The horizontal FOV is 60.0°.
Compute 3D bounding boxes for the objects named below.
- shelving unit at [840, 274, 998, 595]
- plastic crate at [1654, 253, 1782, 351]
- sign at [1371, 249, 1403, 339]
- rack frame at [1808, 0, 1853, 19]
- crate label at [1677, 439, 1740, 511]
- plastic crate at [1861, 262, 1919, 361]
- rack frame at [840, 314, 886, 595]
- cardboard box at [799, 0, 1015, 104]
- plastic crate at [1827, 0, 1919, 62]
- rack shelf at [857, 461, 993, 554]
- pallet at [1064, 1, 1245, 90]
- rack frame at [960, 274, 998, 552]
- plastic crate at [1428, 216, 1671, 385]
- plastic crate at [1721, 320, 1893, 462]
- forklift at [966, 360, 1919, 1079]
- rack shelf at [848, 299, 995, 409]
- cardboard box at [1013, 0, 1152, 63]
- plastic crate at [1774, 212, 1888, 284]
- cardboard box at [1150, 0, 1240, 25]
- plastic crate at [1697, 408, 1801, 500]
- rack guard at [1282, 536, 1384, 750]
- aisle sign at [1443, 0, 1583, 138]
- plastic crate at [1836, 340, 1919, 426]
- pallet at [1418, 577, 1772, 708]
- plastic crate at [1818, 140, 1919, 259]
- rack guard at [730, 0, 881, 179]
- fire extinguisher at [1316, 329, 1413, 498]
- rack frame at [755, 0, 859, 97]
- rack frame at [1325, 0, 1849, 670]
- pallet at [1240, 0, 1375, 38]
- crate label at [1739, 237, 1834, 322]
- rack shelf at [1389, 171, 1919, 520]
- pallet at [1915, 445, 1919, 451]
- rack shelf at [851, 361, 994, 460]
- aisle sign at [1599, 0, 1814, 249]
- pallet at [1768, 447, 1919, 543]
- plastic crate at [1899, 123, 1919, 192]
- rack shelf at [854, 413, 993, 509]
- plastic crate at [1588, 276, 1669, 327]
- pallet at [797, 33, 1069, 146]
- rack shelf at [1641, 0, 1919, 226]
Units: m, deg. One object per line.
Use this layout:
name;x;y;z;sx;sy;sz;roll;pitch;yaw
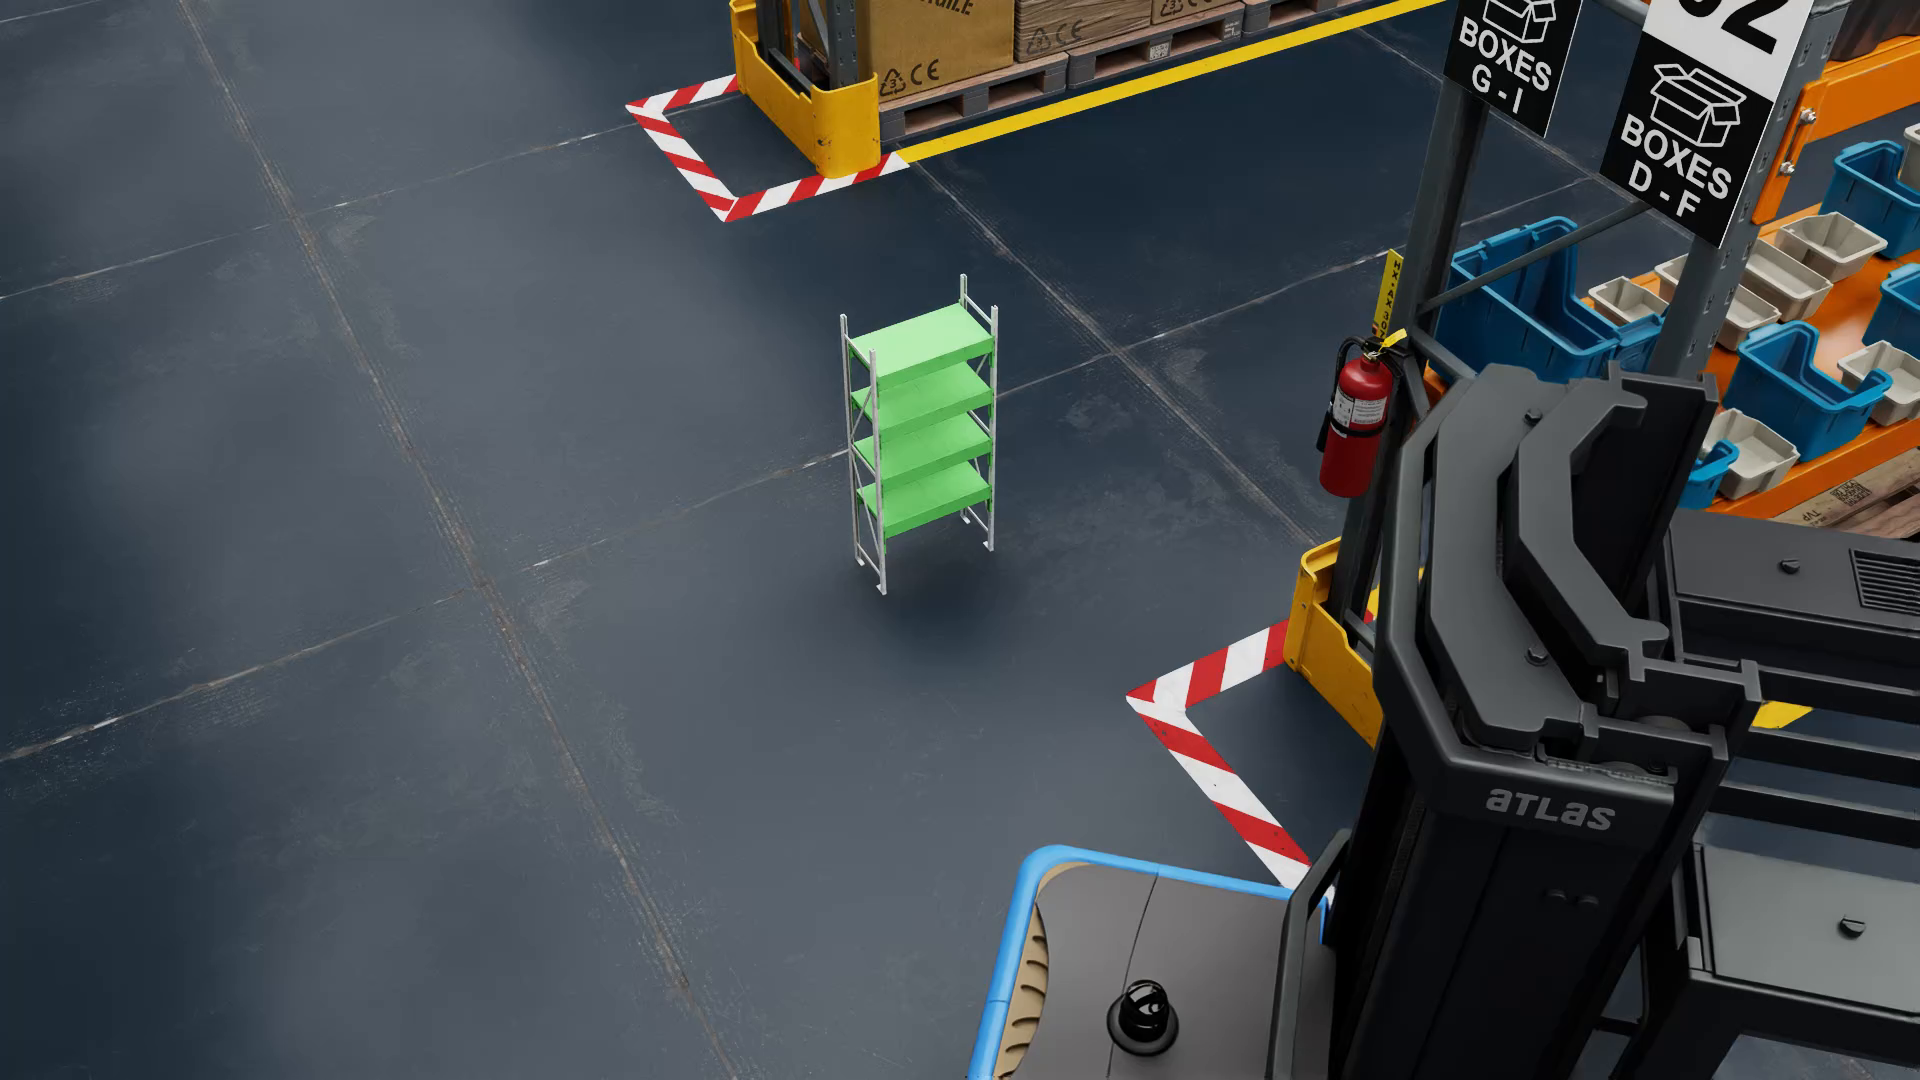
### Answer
shelving unit;-0.144;-0.373;6.273;0.503;1.200;0.258;-22;48;-21
plastic crate;2.527;-0.788;5.554;0.243;0.136;0.396;-22;48;-21
sign;1.364;-0.762;5.264;0.005;0.325;0.100;-22;48;-21
rack frame;1.652;-2.530;2.895;0.127;3.000;1.000;-22;48;-21
crate label;2.030;-0.225;4.905;0.303;0.233;0.416;-22;48;-21
plastic crate;3.172;-0.682;5.376;0.300;0.233;0.416;-22;48;-21
rack frame;-0.355;-0.288;6.186;0.015;1.200;0.240;-22;48;-21
cardboard box;-0.300;-3.026;8.939;0.875;0.875;0.875;-22;48;-21
plastic crate;2.125;-1.372;3.949;0.590;0.269;0.497;-22;48;-21
rack shelf;-0.144;-0.155;6.485;0.480;0.148;0.258;-22;48;-21
pallet;0.895;-3.112;9.805;1.213;0.211;1.003;-22;48;-21
rack frame;0.068;-0.458;6.360;0.015;1.200;0.240;-22;48;-21
plastic crate;1.849;-0.640;5.187;0.499;0.435;0.616;-22;48;-21
plastic crate;2.601;-0.453;5.141;0.300;0.233;0.416;-22;48;-21
forklift;1.522;1.076;3.536;3.031;2.935;1.130;9;45;10
rack shelf;-0.144;-0.672;5.983;0.480;0.148;0.258;-22;48;-21
cardboard box;0.489;-3.342;9.264;0.875;0.875;0.875;-22;48;-21
plastic crate;3.004;-1.013;5.786;0.250;0.136;0.298;-22;48;-21
cardboard box;1.260;-3.651;9.582;0.875;0.875;0.875;-22;48;-21
plastic crate;2.349;-0.252;5.002;0.298;0.136;0.250;-22;48;-21
rack guard;1.638;0.536;5.838;0.348;0.500;1.175;-22;48;-21
aisle sign;1.444;-1.462;4.236;0.004;0.787;0.394;-22;48;-21
plastic crate;2.938;-0.487;5.244;0.298;0.136;0.250;-22;48;-21
pallet;2.386;0.361;6.226;1.213;0.211;1.003;-22;48;-21
plastic crate;3.305;-1.206;5.916;0.300;0.233;0.416;-22;48;-21
rack guard;-0.836;-2.462;8.928;0.348;0.500;1.175;-22;48;-21
fire extinguisher;1.295;-0.437;5.370;0.183;0.674;0.296;-22;48;-21
rack frame;-0.815;-3.368;8.066;0.127;3.000;1.000;-22;48;-21
rack frame;1.652;-0.377;4.984;0.127;3.000;1.000;-22;48;-21
pallet;1.955;-3.538;10.244;1.213;0.211;1.003;-22;48;-21
crate label;2.757;-0.899;5.669;0.243;0.136;0.396;-22;48;-21
rack shelf;3.386;-0.812;5.950;4.000;0.370;1.077;-22;48;-21
pallet;4.502;-0.485;7.099;1.213;0.211;1.003;-22;48;-21
rack shelf;-0.144;-0.500;6.150;0.480;0.148;0.258;-22;48;-21
aisle sign;1.738;-1.105;3.868;0.004;0.787;0.394;-22;48;-21
pallet;3.443;-0.059;6.659;1.213;0.211;1.003;-22;48;-21
plastic crate;3.705;-1.325;6.004;0.530;0.282;0.437;-22;48;-21
rack shelf;-0.144;-0.327;6.317;0.480;0.148;0.258;-22;48;-21
plastic crate;2.269;-0.696;5.460;0.243;0.136;0.396;-22;48;-21
pallet;-0.161;-2.692;9.372;1.213;0.211;1.003;-22;48;-21
rack shelf;3.386;-1.889;4.905;4.000;0.370;1.077;-22;48;-21
